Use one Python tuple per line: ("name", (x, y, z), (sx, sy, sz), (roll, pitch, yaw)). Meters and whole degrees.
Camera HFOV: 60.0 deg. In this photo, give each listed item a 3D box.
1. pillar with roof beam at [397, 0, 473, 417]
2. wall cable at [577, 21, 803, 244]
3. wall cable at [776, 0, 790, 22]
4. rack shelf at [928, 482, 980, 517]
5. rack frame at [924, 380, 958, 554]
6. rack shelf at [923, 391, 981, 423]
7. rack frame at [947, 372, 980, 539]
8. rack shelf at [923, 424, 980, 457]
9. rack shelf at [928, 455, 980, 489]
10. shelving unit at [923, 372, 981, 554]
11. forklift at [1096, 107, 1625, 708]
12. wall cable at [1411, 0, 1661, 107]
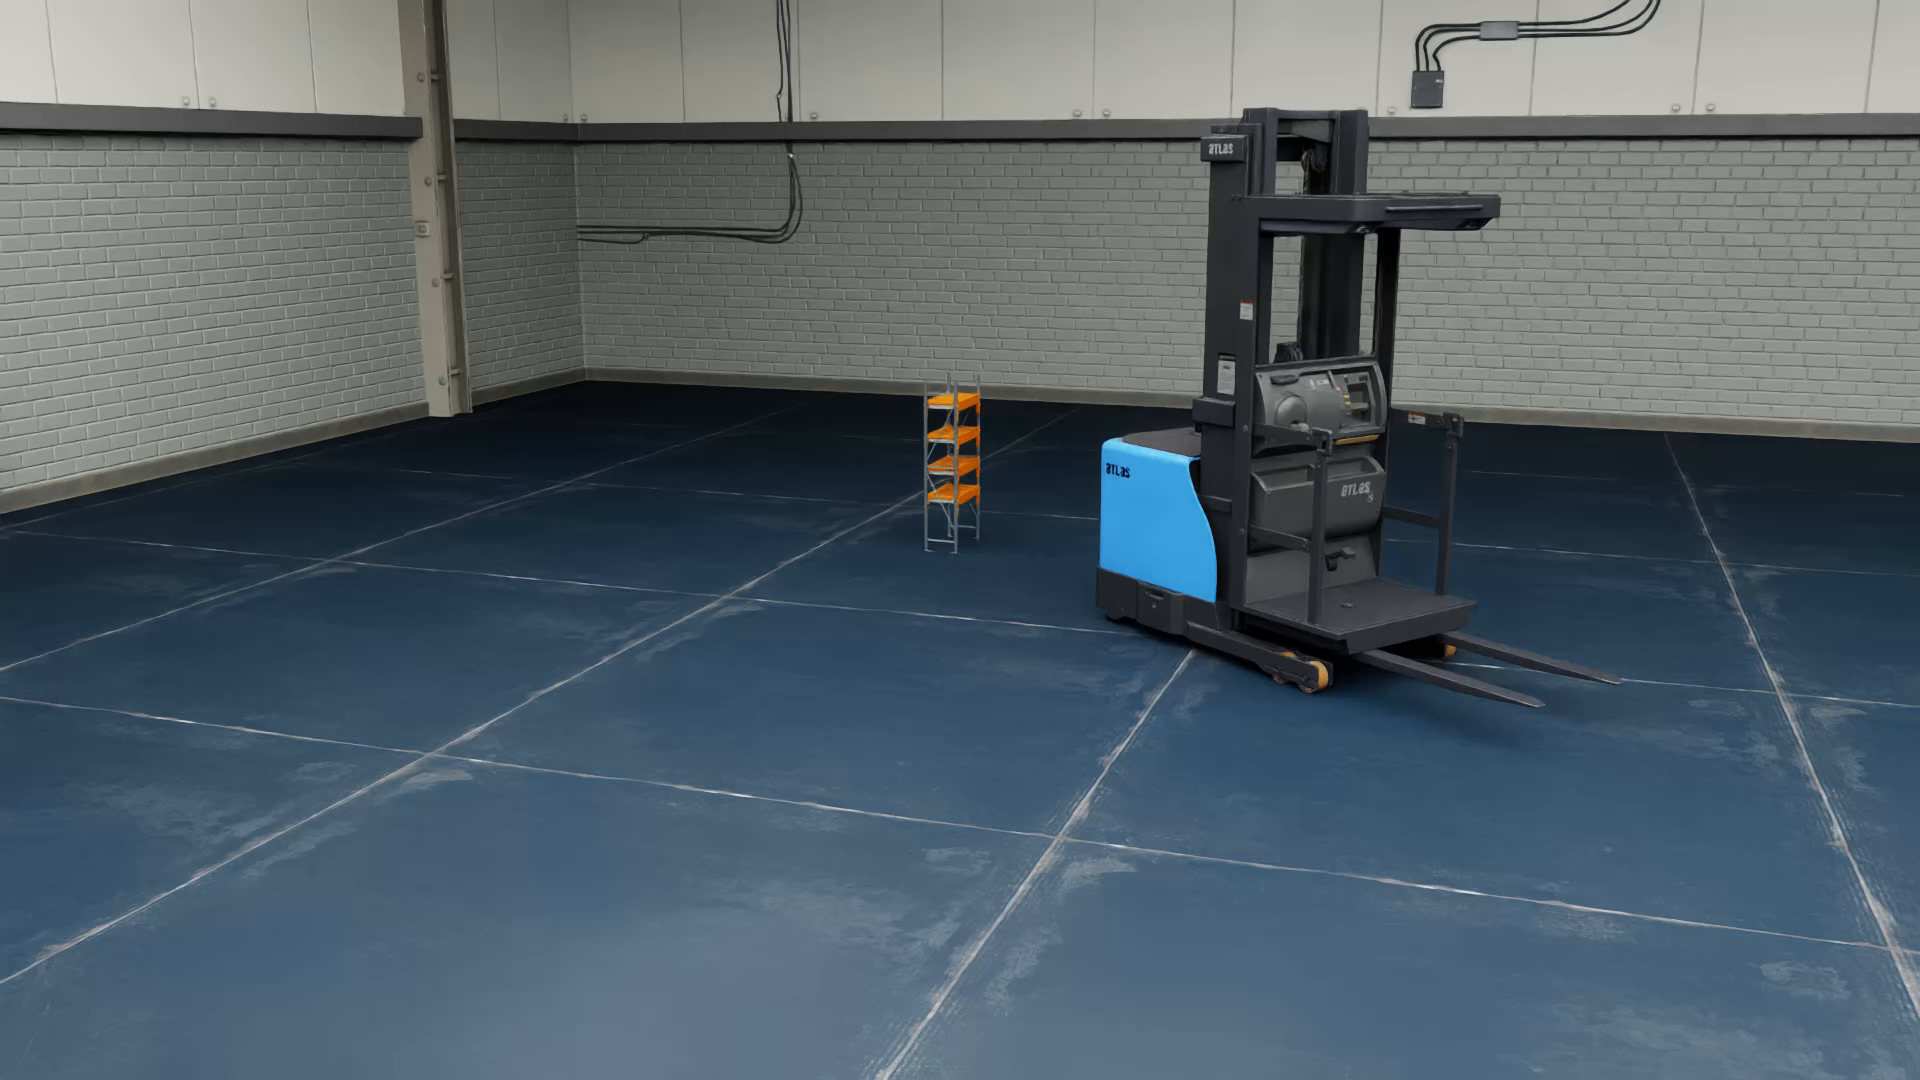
("pillar with roof beam", (-1.435, -5.440, 15.598), (9.100, 9.000, 0.400), (4, 14, 18))
("wall cable", (-3.304, -4.761, 19.602), (3.097, 2.526, 0.112), (4, 14, 18))
("wall cable", (-0.744, -7.028, 18.186), (3.097, 2.526, 0.112), (4, 14, 18))
("rack shelf", (-0.054, -0.291, 11.761), (0.258, 0.148, 0.480), (4, 14, 18))
("rack frame", (-0.133, -0.499, 11.477), (0.240, 1.200, 0.015), (4, 14, 18))
("rack shelf", (-0.054, -0.933, 11.614), (0.258, 0.148, 0.480), (4, 14, 18))
("rack frame", (0.025, -0.601, 11.927), (0.240, 1.200, 0.015), (4, 14, 18))
("rack shelf", (-0.054, -0.703, 11.667), (0.258, 0.148, 0.480), (4, 14, 18))
("rack shelf", (-0.054, -0.485, 11.717), (0.258, 0.148, 0.480), (4, 14, 18))
("shelving unit", (-0.054, -0.550, 11.702), (0.258, 1.200, 0.503), (4, 14, 18))
("forklift", (2.065, -0.765, 8.751), (1.130, 2.935, 3.031), (-9, 16, -34))
("wall cable", (5.674, -7.246, 15.868), (2.305, 6.003, 0.169), (4, 14, 18))
